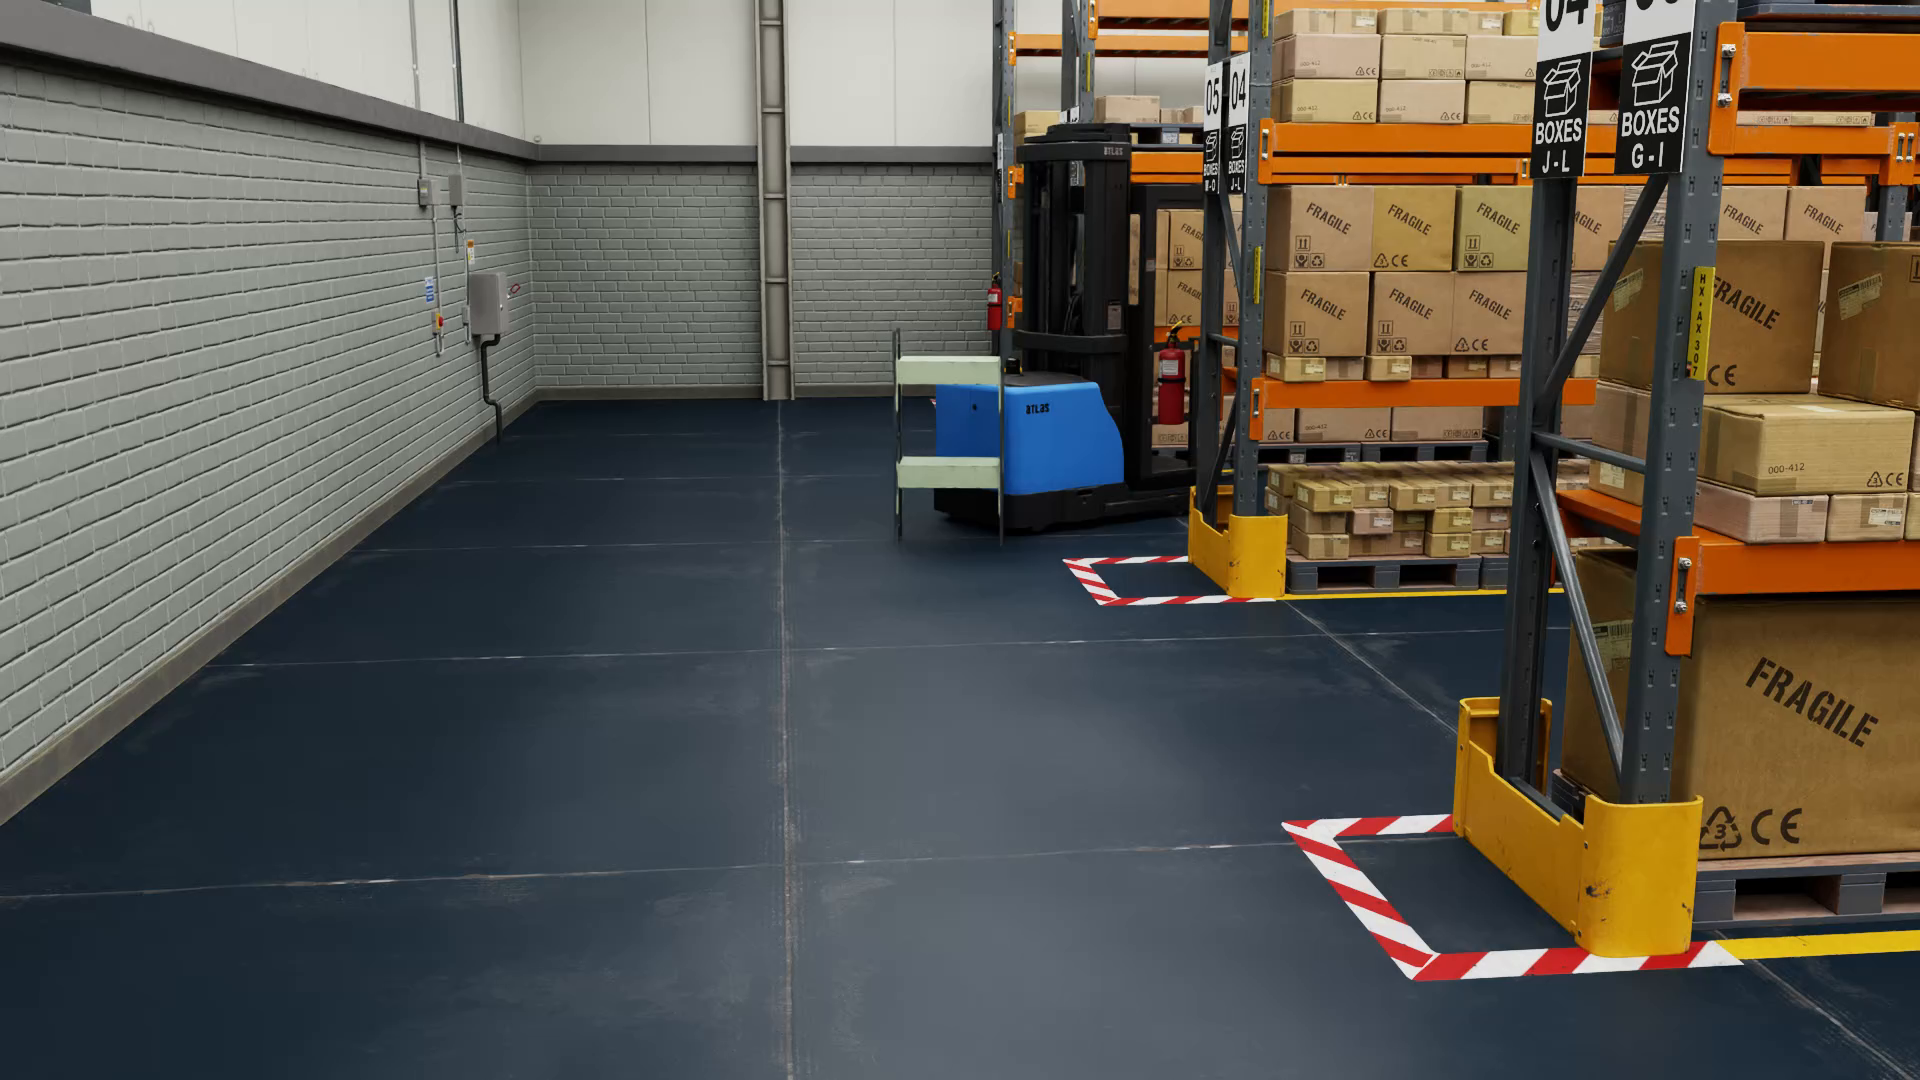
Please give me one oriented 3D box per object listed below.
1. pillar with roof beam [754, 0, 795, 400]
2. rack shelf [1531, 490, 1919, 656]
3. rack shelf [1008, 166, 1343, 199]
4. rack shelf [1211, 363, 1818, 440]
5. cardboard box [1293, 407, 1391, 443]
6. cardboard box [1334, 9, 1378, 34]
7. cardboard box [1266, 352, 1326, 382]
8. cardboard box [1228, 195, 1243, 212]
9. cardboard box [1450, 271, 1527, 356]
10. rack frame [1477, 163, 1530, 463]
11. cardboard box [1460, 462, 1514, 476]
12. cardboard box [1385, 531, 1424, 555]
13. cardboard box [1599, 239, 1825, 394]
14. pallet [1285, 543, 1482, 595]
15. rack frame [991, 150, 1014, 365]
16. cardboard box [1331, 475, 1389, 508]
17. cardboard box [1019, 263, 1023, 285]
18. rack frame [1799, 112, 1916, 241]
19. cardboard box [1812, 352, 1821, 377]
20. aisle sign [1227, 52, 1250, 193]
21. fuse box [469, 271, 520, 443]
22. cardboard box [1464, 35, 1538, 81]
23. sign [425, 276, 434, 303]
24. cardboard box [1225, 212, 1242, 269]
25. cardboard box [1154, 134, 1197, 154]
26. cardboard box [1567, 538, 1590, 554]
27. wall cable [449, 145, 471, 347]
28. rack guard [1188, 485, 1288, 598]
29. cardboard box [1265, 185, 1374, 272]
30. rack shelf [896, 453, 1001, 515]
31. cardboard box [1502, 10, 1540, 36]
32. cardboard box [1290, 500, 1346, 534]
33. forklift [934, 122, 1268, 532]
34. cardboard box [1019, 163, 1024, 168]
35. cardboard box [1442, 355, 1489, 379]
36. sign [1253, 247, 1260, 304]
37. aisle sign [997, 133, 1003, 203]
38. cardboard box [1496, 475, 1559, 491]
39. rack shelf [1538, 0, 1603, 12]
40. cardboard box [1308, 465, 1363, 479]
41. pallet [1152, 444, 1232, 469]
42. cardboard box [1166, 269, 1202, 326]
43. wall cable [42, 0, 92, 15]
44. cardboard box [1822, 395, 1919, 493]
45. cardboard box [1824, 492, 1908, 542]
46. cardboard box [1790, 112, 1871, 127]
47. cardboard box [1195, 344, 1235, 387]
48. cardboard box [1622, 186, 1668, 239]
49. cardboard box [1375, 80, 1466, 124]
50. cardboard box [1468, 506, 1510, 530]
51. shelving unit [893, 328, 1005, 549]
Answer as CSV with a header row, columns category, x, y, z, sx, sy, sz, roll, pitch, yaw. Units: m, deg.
category,x,y,z,sx,sy,sz,roll,pitch,yaw
pillar with roof beam,-1.809,-5.364,15.827,0.400,9.000,9.100,-1,11,-6
rack shelf,4.103,0.034,5.784,4.000,0.370,1.077,-1,11,-6
rack shelf,2.493,-4.290,20.004,4.000,0.370,1.077,-1,11,-6
rack shelf,3.667,-0.919,10.633,4.000,0.370,1.077,-1,11,-6
cardboard box,3.495,-1.199,15.743,0.875,0.438,0.875,-2,11,-8
cardboard box,2.281,-3.035,9.812,0.250,0.149,0.380,-1,11,-4
cardboard box,2.036,-1.051,10.091,0.250,0.149,0.380,-1,11,-7
cardboard box,2.466,-3.017,14.907,0.250,0.149,0.380,-1,11,-6
cardboard box,3.173,-1.406,10.213,0.500,0.500,0.500,-1,11,-5
rack frame,5.021,-2.261,15.594,0.127,3.000,1.000,-1,11,-6
cardboard box,3.477,-0.407,10.923,0.250,0.149,0.380,-2,11,-8
cardboard box,2.732,-0.015,10.470,0.250,0.149,0.380,-1,11,-5
cardboard box,2.570,-0.778,5.724,0.500,0.500,0.500,-1,11,-5
pallet,2.566,0.126,10.681,1.213,0.211,1.003,-1,11,-6
rack frame,0.504,-3.130,20.012,0.127,3.000,1.000,-1,11,-6
cardboard box,2.498,-0.304,10.400,0.250,0.149,0.380,-1,11,-5
cardboard box,0.984,-3.160,19.783,0.500,0.250,0.500,-1,11,-6
rack frame,5.656,-1.314,10.776,0.127,3.000,1.000,-1,11,-6
cardboard box,5.153,-1.114,10.408,0.250,0.149,0.380,-2,11,-8
aisle sign,1.639,-2.447,9.801,0.004,0.787,0.394,-1,11,-6
fuse box,-4.641,-1.830,16.739,0.414,1.711,0.539,-1,11,-6
cardboard box,3.166,-2.853,9.920,0.500,0.250,0.500,-1,11,-5
sign,-4.615,-2.178,14.470,0.001,0.218,0.327,-1,11,-6
cardboard box,2.576,-2.697,14.961,0.500,0.500,0.500,-1,11,-7
cardboard box,2.500,-4.669,19.682,0.500,0.250,0.500,-1,11,-7
cardboard box,3.771,-0.022,10.507,0.250,0.149,0.380,-1,11,-6
wall cable,-4.724,-2.826,15.834,0.122,1.984,0.588,-1,11,-6
rack guard,1.755,-0.006,10.601,0.348,0.500,1.175,-1,11,-6
cardboard box,2.154,-1.875,10.006,0.500,0.500,0.500,-1,11,-6
rack shelf,-0.071,-0.396,11.682,0.720,0.370,0.431,1,11,3
cardboard box,3.318,-3.044,9.860,0.250,0.149,0.380,-1,11,-4
cardboard box,2.228,-0.146,10.363,0.250,0.149,0.380,-1,11,-4
forklift,1.291,-1.698,12.909,3.031,2.935,1.130,-8,14,-35
cardboard box,0.846,-4.440,19.553,0.250,0.149,0.380,-1,11,-5
cardboard box,3.073,-1.093,10.301,0.250,0.149,0.380,-1,11,-7
sign,1.738,-1.551,9.739,0.005,0.325,0.100,-1,11,-6
aisle sign,0.468,-4.348,19.467,0.004,0.787,0.394,-1,11,-6
cardboard box,3.543,-0.307,10.412,0.250,0.149,0.380,-1,11,-5
rack shelf,7.009,-4.697,15.335,4.000,0.370,1.077,-1,11,-6
cardboard box,2.434,-0.384,10.803,0.250,0.149,0.380,-1,11,-5
pallet,1.830,-0.841,15.600,1.213,0.211,1.003,-1,11,-6
cardboard box,2.052,-2.198,15.012,0.500,0.500,0.500,-1,11,-7
wall cable,-3.879,-5.343,7.377,0.120,5.999,2.277,-1,11,-6
cardboard box,3.137,-0.320,5.338,0.500,0.250,0.500,-1,11,-7
cardboard box,2.758,-0.104,5.272,0.250,0.149,0.380,-1,11,-7
cardboard box,5.197,-2.650,10.186,0.500,0.250,0.500,-1,11,-5
cardboard box,3.009,-2.136,20.347,0.500,0.500,0.700,-2,11,-8
cardboard box,4.194,-1.918,10.227,0.500,0.500,0.500,-1,11,-5
cardboard box,2.677,-2.599,9.927,0.500,0.250,0.500,-1,11,-4
cardboard box,3.260,-0.171,10.491,0.250,0.149,0.380,-2,11,-9
shelving unit,-0.071,-0.715,11.619,0.755,1.500,0.431,1,11,3
